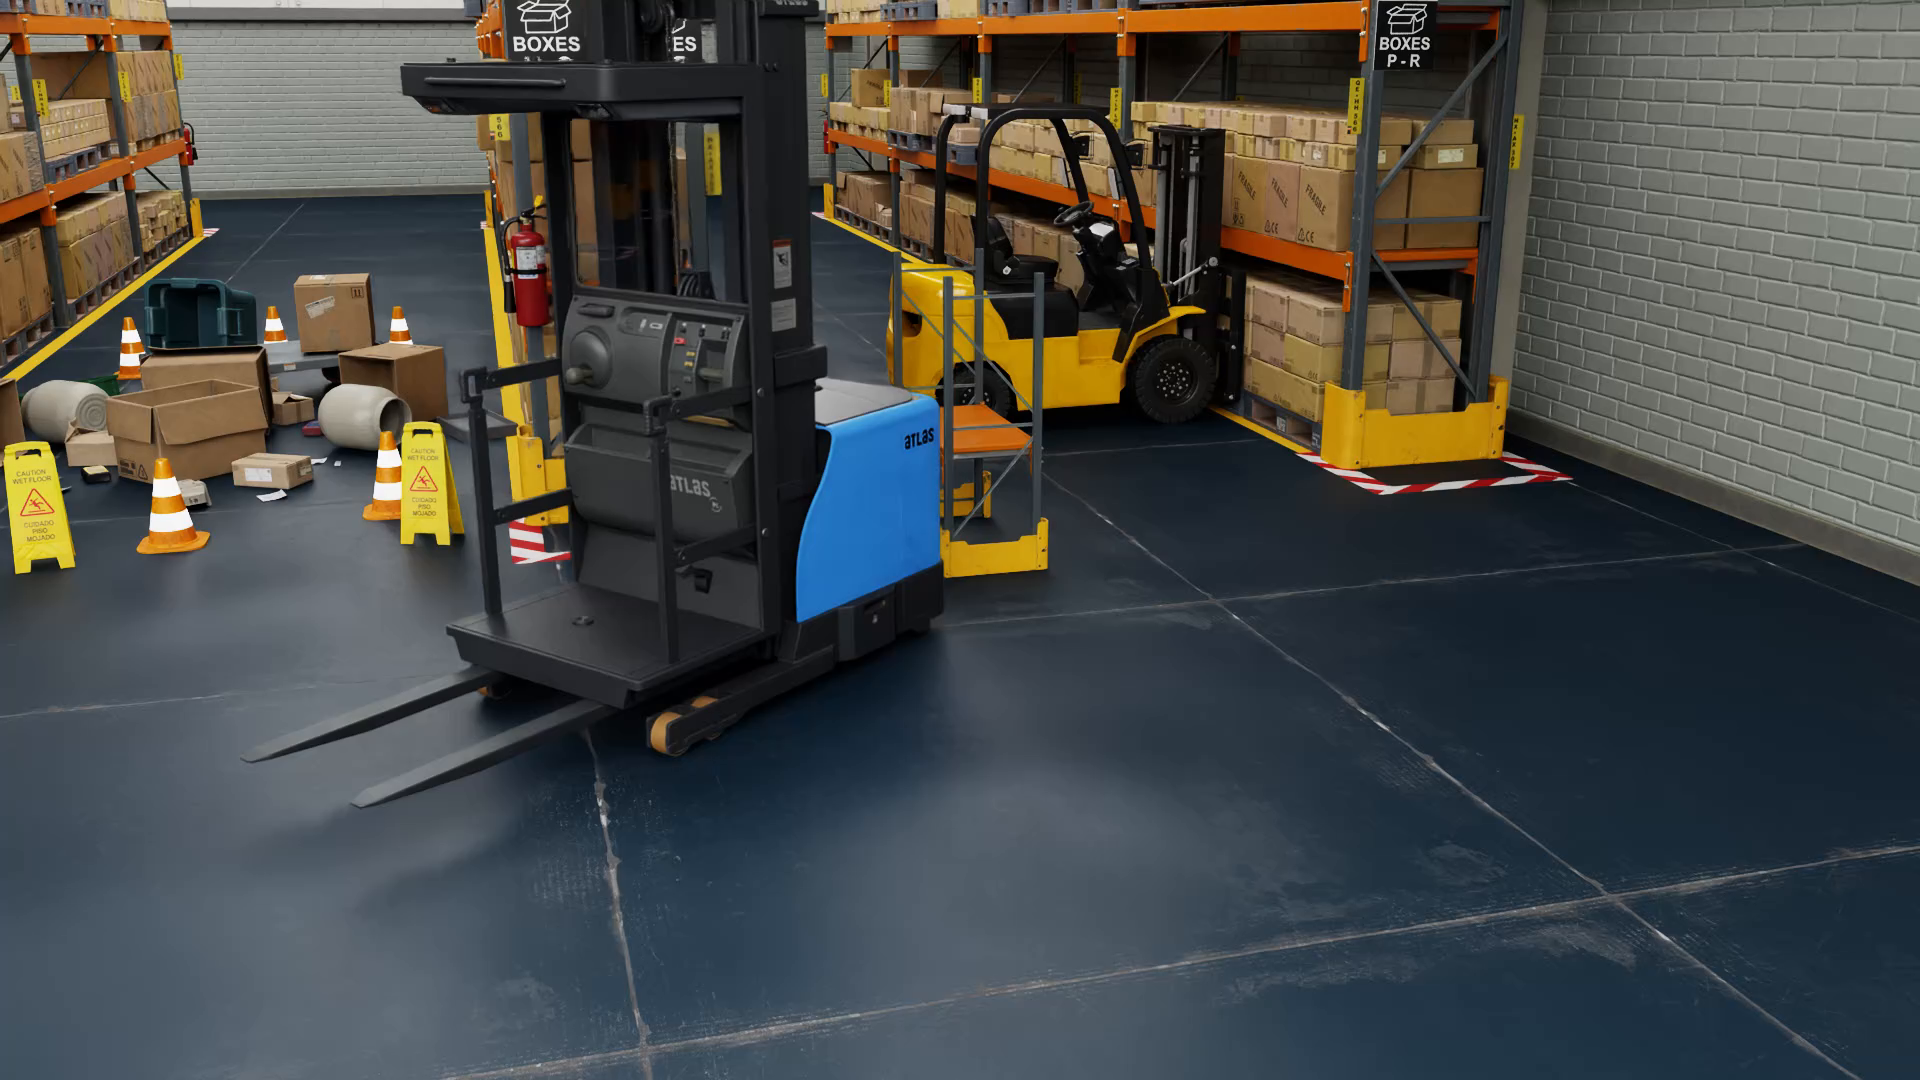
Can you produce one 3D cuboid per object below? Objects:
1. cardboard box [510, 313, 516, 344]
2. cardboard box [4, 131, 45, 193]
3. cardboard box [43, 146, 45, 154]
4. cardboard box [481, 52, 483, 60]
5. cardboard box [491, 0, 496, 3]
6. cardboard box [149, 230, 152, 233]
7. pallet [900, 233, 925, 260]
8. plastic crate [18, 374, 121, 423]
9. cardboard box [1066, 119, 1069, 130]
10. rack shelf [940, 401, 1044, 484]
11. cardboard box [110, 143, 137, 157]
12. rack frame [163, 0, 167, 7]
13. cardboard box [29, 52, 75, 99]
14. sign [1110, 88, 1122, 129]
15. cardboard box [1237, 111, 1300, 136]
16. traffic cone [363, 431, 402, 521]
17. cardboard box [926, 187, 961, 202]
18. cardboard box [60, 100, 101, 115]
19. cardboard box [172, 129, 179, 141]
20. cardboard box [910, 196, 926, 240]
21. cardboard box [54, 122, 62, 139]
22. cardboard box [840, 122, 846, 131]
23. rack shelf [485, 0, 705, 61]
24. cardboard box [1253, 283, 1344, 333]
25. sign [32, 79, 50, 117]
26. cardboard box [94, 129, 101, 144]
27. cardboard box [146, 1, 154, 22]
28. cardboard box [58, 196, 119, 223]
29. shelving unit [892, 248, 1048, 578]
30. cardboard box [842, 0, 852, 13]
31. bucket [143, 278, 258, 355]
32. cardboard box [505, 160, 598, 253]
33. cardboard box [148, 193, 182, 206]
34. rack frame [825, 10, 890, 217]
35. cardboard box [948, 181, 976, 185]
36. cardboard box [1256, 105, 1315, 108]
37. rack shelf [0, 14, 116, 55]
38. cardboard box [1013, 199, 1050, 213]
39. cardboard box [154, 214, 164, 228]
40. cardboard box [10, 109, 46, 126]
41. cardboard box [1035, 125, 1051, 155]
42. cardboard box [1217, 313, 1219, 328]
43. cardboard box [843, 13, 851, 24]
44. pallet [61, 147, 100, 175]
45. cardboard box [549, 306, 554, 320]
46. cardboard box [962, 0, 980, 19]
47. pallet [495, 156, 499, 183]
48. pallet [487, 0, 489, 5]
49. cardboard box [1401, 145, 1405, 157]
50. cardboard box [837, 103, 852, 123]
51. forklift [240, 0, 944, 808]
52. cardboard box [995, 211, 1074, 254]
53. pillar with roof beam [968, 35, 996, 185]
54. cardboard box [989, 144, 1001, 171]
[{"bbox_3d":[-3.064,-1.747,12.299,0.500,0.500,0.500,-4,17,-13],"label":"cardboard box"},{"bbox_3d":[-8.415,-3.320,14.615,0.500,0.500,0.500,-5,17,-15],"label":"cardboard box"},{"bbox_3d":[-8.726,-3.596,15.415,0.380,0.149,0.250,-5,17,-16],"label":"cardboard box"},{"bbox_3d":[-5.556,-5.798,20.001,0.380,0.149,0.250,-5,17,-16],"label":"cardboard box"},{"bbox_3d":[-2.699,-3.396,10.265,0.380,0.149,0.250,-5,17,-16],"label":"cardboard box"},{"bbox_3d":[-10.105,-3.720,20.346,0.380,0.149,0.250,-5,18,-18],"label":"cardboard box"},{"bbox_3d":[-0.134,-3.737,21.025,1.003,0.211,1.213,-5,17,-15],"label":"pallet"},{"bbox_3d":[-6.391,-1.005,11.871,0.450,0.188,0.662,-6,15,16],"label":"plastic crate"},{"bbox_3d":[1.181,-3.798,15.082,0.380,0.149,0.250,-5,17,-17],"label":"cardboard box"},{"bbox_3d":[0.023,-0.522,8.709,0.538,0.185,1.000,-5,17,-15],"label":"rack shelf"},{"bbox_3d":[-9.660,-4.465,19.040,0.380,0.149,0.250,-4,17,-13],"label":"cardboard box"},{"bbox_3d":[-10.996,-8.461,21.478,1.000,3.000,0.127,-5,17,-15],"label":"rack frame"},{"bbox_3d":[-10.286,-5.259,18.818,0.500,0.500,0.500,-5,18,-17],"label":"cardboard box"},{"bbox_3d":[1.286,-3.552,13.689,0.100,0.325,0.005,-5,17,-15],"label":"sign"},{"bbox_3d":[2.156,-2.903,11.586,0.380,0.149,0.250,-4,17,-14],"label":"cardboard box"},{"bbox_3d":[-3.226,-0.383,9.424,0.336,0.463,0.334,-5,17,-15],"label":"traffic cone"},{"bbox_3d":[-0.197,-4.201,20.212,0.380,0.149,0.250,-5,17,-15],"label":"cardboard box"},{"bbox_3d":[-9.524,-4.677,17.982,0.380,0.149,0.250,-5,17,-17],"label":"cardboard box"},{"bbox_3d":[-10.635,-5.400,22.151,0.380,0.149,0.250,-5,17,-15],"label":"cardboard box"},{"bbox_3d":[-0.321,-4.000,20.670,0.500,0.500,0.500,-5,17,-16],"label":"cardboard box"},{"bbox_3d":[-8.960,-3.966,16.131,0.380,0.149,0.250,-5,17,-15],"label":"cardboard box"},{"bbox_3d":[-1.552,-6.101,24.486,0.380,0.149,0.250,-4,17,-14],"label":"cardboard box"},{"bbox_3d":[-2.417,-3.227,10.517,1.077,0.370,4.000,-5,17,-15],"label":"rack shelf"},{"bbox_3d":[2.332,-1.582,11.315,0.500,0.250,0.500,-4,17,-14],"label":"cardboard box"},{"bbox_3d":[-8.265,-3.974,14.956,0.100,0.325,0.005,-5,17,-15],"label":"sign"},{"bbox_3d":[-9.459,-4.327,17.850,0.380,0.149,0.250,-5,17,-15],"label":"cardboard box"},{"bbox_3d":[-10.346,-6.569,20.653,0.500,0.250,0.500,-4,17,-13],"label":"cardboard box"},{"bbox_3d":[-9.320,-3.515,17.752,0.500,0.250,0.500,-4,17,-13],"label":"cardboard box"},{"bbox_3d":[0.021,-0.697,8.666,0.587,1.500,1.083,-5,17,-15],"label":"shelving unit"},{"bbox_3d":[-1.345,-7.482,23.176,0.500,0.250,0.500,-5,17,-17],"label":"cardboard box"},{"bbox_3d":[-5.444,-1.573,12.024,0.726,0.611,0.620,1,7,4],"label":"bucket"},{"bbox_3d":[-2.281,-1.900,9.373,0.500,0.500,0.500,-5,17,-16],"label":"cardboard box"},{"bbox_3d":[-10.400,-4.447,21.732,0.380,0.149,0.250,-5,17,-16],"label":"cardboard box"},{"bbox_3d":[-1.493,-6.401,25.046,1.000,3.000,0.127,-5,17,-15],"label":"rack frame"},{"bbox_3d":[0.062,-4.457,21.065,0.380,0.149,0.250,-5,17,-15],"label":"cardboard box"},{"bbox_3d":[2.479,-3.236,12.691,0.380,0.149,0.250,-5,17,-16],"label":"cardboard box"},{"bbox_3d":[-9.347,-5.020,16.487,1.077,0.370,4.000,-5,17,-15],"label":"rack shelf"},{"bbox_3d":[0.815,-3.747,18.699,0.380,0.149,0.250,-4,17,-14],"label":"cardboard box"},{"bbox_3d":[-10.079,-3.940,20.564,0.380,0.149,0.250,-5,17,-16],"label":"cardboard box"},{"bbox_3d":[-8.814,-3.958,15.587,0.380,0.149,0.250,-5,17,-17],"label":"cardboard box"},{"bbox_3d":[1.021,-3.789,15.744,0.500,0.250,0.500,-4,17,-14],"label":"cardboard box"},{"bbox_3d":[2.047,-1.628,12.338,0.500,0.250,0.500,-5,17,-15],"label":"cardboard box"},{"bbox_3d":[-1.429,-7.319,23.325,0.380,0.149,0.250,-5,17,-15],"label":"cardboard box"},{"bbox_3d":[-9.381,-3.827,16.813,1.003,0.211,1.213,-5,17,-15],"label":"pallet"},{"bbox_3d":[-2.503,-1.433,10.126,0.380,0.149,0.250,-4,17,-14],"label":"cardboard box"},{"bbox_3d":[0.331,-5.675,17.678,0.500,0.250,0.500,-5,18,-17],"label":"cardboard box"},{"bbox_3d":[-3.767,-3.514,15.769,1.213,0.211,1.003,-5,17,-15],"label":"pallet"},{"bbox_3d":[-3.034,-4.214,12.878,1.213,0.211,1.003,-5,17,-15],"label":"pallet"},{"bbox_3d":[2.932,-2.511,10.796,0.380,0.149,0.250,-5,17,-15],"label":"cardboard box"},{"bbox_3d":[-1.488,-6.185,24.072,0.500,0.250,0.500,-5,17,-15],"label":"cardboard box"},{"bbox_3d":[-1.329,-0.746,6.342,1.130,2.935,3.031,11,20,33],"label":"forklift"},{"bbox_3d":[0.864,-3.078,17.383,0.875,0.625,0.625,-4,17,-13],"label":"cardboard box"},{"bbox_3d":[-3.857,-8.091,20.245,9.100,9.000,0.400,-5,17,-15],"label":"pillar with roof beam"},{"bbox_3d":[0.593,-3.974,17.228,0.500,0.250,0.500,-5,17,-15],"label":"cardboard box"}]
